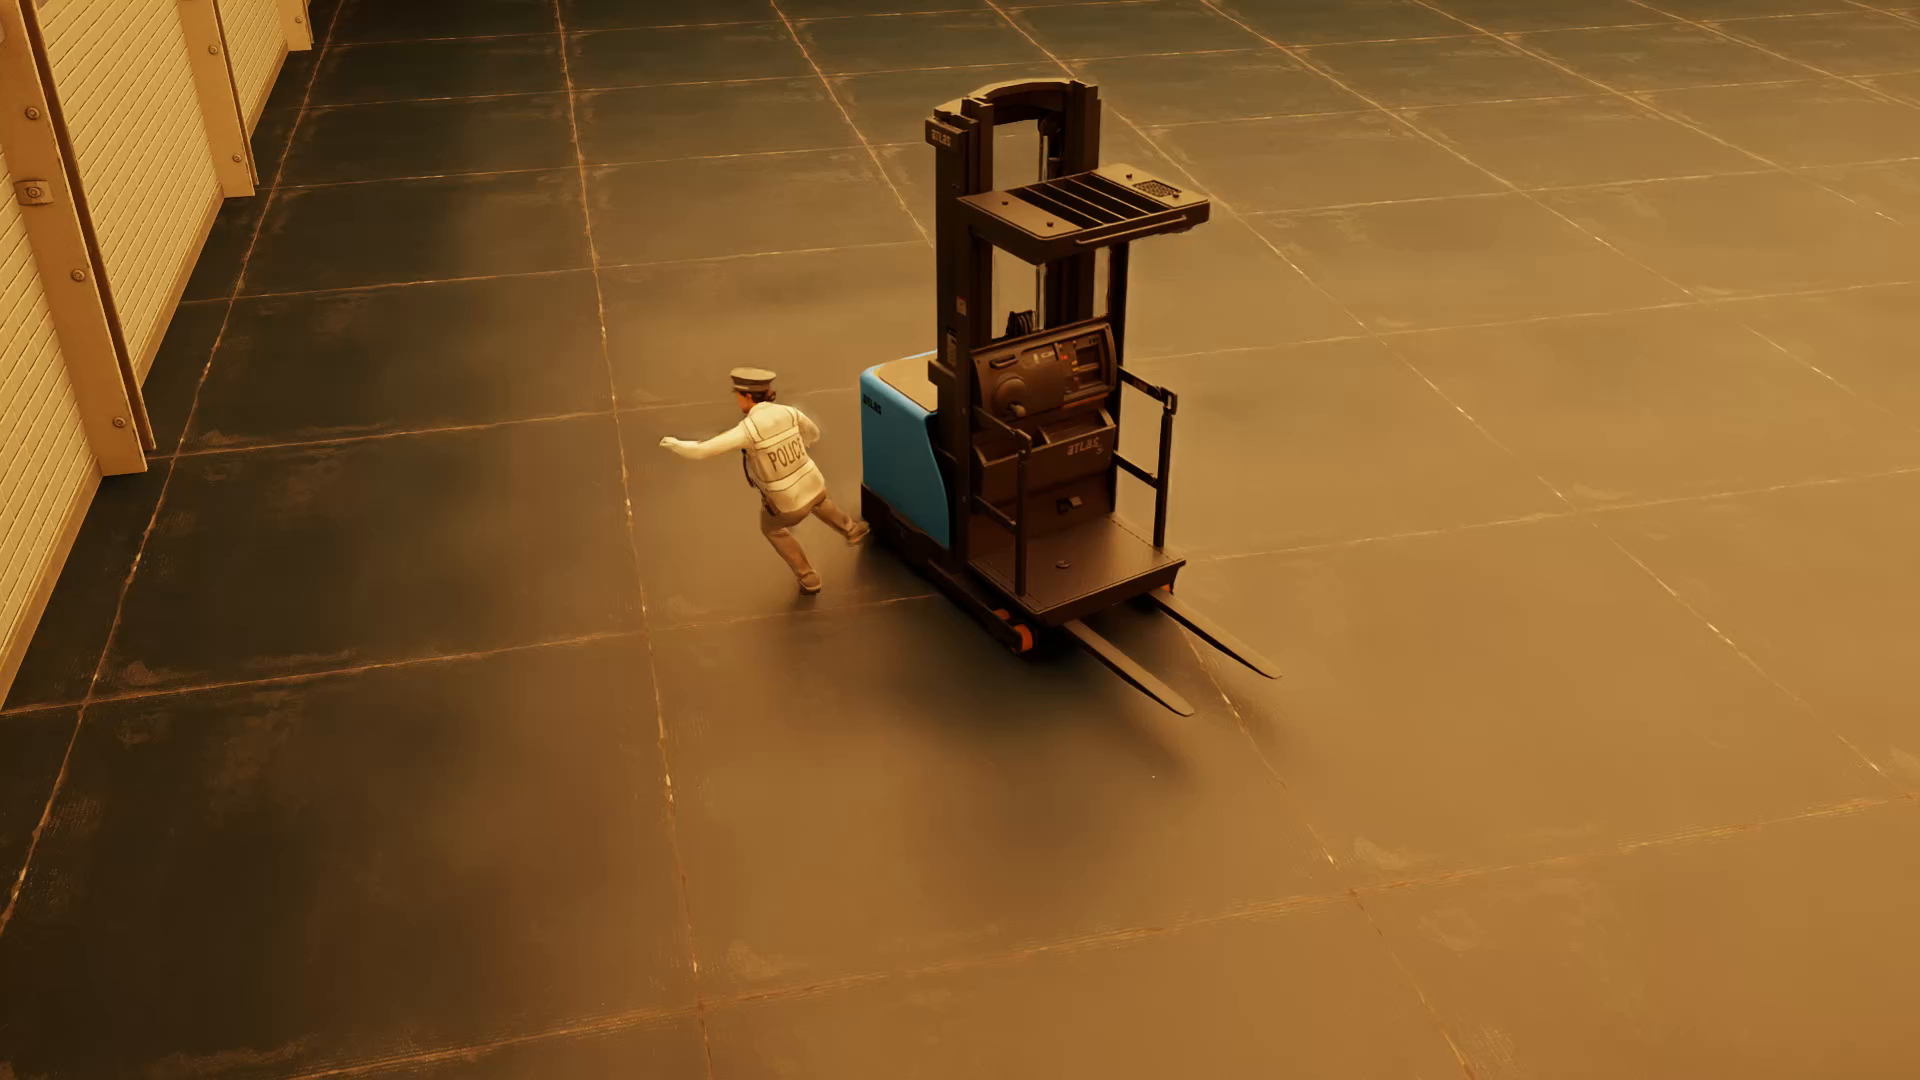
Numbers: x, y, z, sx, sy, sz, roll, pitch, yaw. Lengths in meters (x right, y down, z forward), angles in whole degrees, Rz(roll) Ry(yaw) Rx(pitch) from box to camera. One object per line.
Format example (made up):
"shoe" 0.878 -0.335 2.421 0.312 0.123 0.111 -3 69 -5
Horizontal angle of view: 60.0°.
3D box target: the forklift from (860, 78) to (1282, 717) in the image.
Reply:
"forklift" 0.601 -0.899 9.128 1.130 2.935 3.031 -18 35 -28

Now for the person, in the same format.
"person" -1.059 -0.409 9.817 0.848 1.432 1.202 24 38 35
